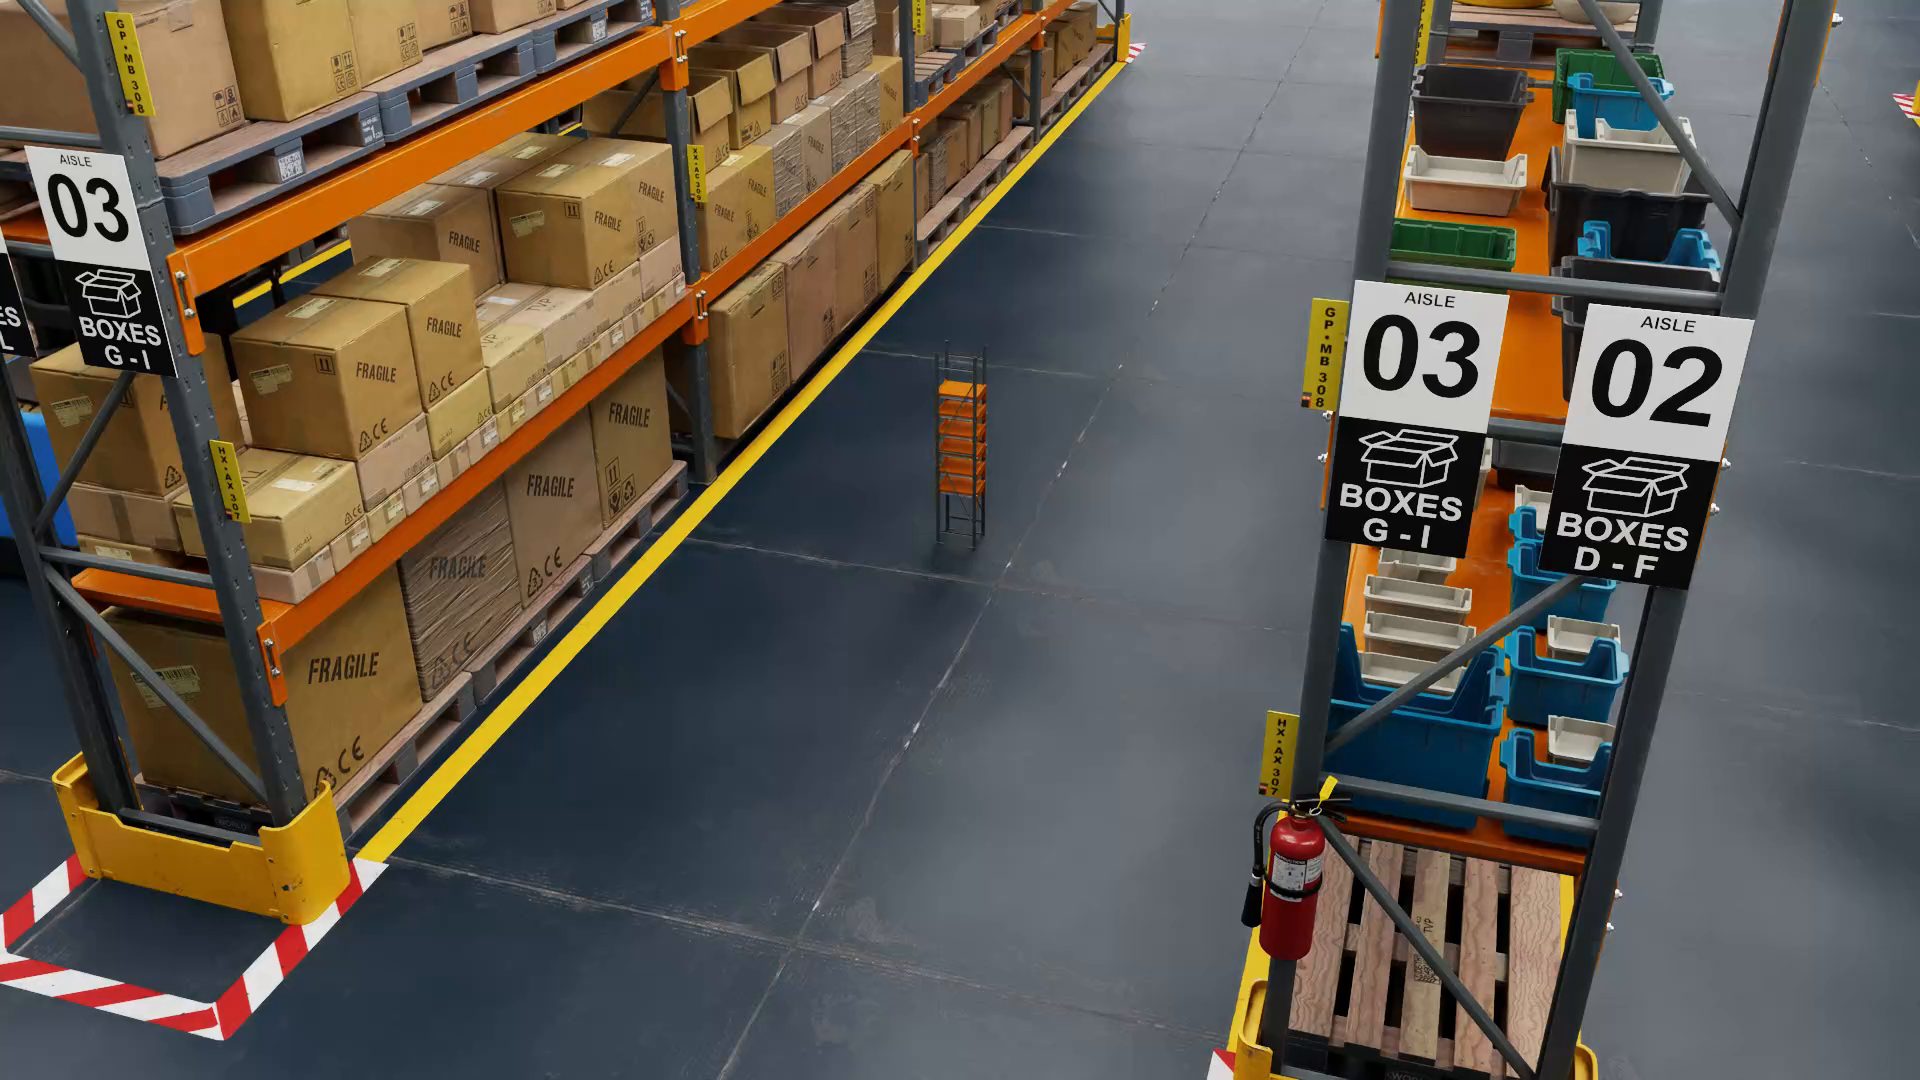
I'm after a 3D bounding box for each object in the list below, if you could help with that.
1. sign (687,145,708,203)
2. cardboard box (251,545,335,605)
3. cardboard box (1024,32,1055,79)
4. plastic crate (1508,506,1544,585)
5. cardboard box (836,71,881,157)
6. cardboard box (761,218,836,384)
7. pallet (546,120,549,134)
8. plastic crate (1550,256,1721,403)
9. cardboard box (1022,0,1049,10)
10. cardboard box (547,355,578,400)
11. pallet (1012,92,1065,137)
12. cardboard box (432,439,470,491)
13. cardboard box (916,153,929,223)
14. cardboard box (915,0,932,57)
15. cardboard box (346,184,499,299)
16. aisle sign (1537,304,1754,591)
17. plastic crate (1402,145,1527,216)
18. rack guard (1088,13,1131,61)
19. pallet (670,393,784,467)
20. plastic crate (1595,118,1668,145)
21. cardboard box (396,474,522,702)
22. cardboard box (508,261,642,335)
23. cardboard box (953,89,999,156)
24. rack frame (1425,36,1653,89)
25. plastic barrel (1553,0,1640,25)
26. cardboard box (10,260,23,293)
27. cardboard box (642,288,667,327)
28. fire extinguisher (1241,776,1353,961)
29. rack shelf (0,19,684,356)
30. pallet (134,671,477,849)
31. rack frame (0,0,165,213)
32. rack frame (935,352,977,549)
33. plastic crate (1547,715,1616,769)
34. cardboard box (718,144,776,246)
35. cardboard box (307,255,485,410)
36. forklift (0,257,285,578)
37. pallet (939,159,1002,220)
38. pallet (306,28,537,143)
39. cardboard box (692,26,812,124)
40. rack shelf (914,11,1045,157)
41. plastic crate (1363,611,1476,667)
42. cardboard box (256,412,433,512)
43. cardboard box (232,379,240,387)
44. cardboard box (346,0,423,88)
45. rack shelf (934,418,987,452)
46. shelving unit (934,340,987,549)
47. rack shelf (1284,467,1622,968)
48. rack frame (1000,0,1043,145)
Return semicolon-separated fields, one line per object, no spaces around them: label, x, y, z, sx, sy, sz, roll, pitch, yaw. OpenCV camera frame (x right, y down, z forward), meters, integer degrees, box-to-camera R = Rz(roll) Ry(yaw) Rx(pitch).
sign;-1.489;-2.074;9.421;0.100;0.325;0.005;8;30;15
cardboard box;-2.774;0.111;6.723;0.380;0.149;0.250;9;30;15
cardboard box;0.752;-5.296;18.323;0.500;0.500;0.500;6;30;10
plastic crate;2.403;0.054;6.678;0.416;0.233;0.300;8;30;15
cardboard box;-0.905;-3.147;12.218;0.500;0.500;0.500;8;30;14
cardboard box;-1.589;-1.710;11.492;1.225;0.875;0.875;7;30;13
pallet;-4.894;-4.055;16.823;1.003;0.211;1.213;8;30;15
plastic crate;1.921;-0.567;4.732;0.497;0.269;0.590;8;30;15
cardboard box;0.679;-5.405;16.638;0.380;0.149;0.250;8;30;15
cardboard box;-2.173;-0.844;8.440;0.380;0.149;0.250;8;30;14
pallet;0.492;-4.556;17.723;1.003;0.211;1.213;8;30;15
cardboard box;-2.474;-0.367;7.582;0.380;0.149;0.250;8;30;14
cardboard box;-0.668;-3.013;14.199;0.700;0.500;0.500;7;30;12
cardboard box;-0.657;-4.356;13.960;0.700;0.500;0.500;13;32;22
cardboard box;-2.705;-1.475;8.394;0.500;0.500;0.500;8;30;13
aisle sign;1.804;-0.234;4.411;0.394;0.787;0.004;8;30;15
plastic crate;1.910;-1.365;6.304;0.437;0.136;0.530;8;30;15
rack guard;1.480;-6.189;20.360;1.175;0.500;0.348;8;30;15
pallet;-1.865;-0.890;11.133;1.003;0.211;1.213;8;30;15
plastic crate;2.706;-1.583;6.696;0.293;0.136;0.466;8;30;15
cardboard box;-2.815;0.133;8.180;0.875;0.875;0.875;8;30;15
cardboard box;-2.048;-1.321;8.887;0.500;0.250;0.500;9;30;16
cardboard box;-0.030;-4.056;16.074;0.700;0.500;0.500;8;30;15
rack frame;2.715;-1.033;8.521;1.000;3.000;0.127;8;30;15
plastic barrel;3.109;-2.795;8.032;0.433;0.535;0.433;0;29;0
cardboard box;-6.755;-1.965;12.337;0.500;0.500;0.500;8;30;14
cardboard box;-1.871;-1.321;9.298;0.380;0.149;0.250;9;30;16
fire extinguisher;1.062;1.028;5.280;0.296;0.674;0.183;8;30;15
rack shelf;-2.607;-1.807;7.566;1.077;0.370;4.000;8;30;15
pallet;-3.034;0.955;7.816;1.003;0.211;1.213;8;30;15
rack frame;-3.194;-2.502;4.992;1.000;3.000;0.127;8;30;15
rack frame;-0.023;-0.489;9.394;0.240;1.200;0.006;8;30;15
plastic crate;2.102;0.710;5.598;0.250;0.136;0.298;8;30;15
cardboard box;-1.499;-2.195;10.508;0.500;0.500;0.500;9;30;15
cardboard box;-2.502;-0.931;7.416;0.500;0.500;0.500;8;30;14
forklift;-4.680;-1.709;9.808;1.130;2.935;3.031;7;30;12
pallet;-0.255;-3.308;15.479;1.003;0.211;1.213;8;30;15
pallet;-2.630;-2.068;7.387;1.003;0.211;1.213;8;30;15
cardboard box;-1.460;-3.128;11.153;0.797;0.503;0.637;9;30;16
rack shelf;-0.258;-4.214;14.979;1.077;0.370;4.000;8;30;15
plastic crate;1.706;0.378;6.195;0.396;0.136;0.243;8;30;15
cardboard box;-2.648;-0.372;7.182;0.500;0.250;0.500;8;30;14
cardboard box;-3.007;-0.680;7.736;0.500;0.250;0.500;7;30;13
cardboard box;-2.706;-2.203;6.902;0.700;0.500;0.500;6;30;11
rack shelf;0.004;-0.597;9.434;0.258;0.103;0.180;8;30;15
shelving unit;0.004;-0.531;9.470;0.258;1.200;0.189;8;30;15
rack shelf;2.128;0.211;7.025;1.077;0.370;4.000;8;30;15
rack frame;0.329;-5.457;16.475;1.000;3.000;0.127;8;30;15
